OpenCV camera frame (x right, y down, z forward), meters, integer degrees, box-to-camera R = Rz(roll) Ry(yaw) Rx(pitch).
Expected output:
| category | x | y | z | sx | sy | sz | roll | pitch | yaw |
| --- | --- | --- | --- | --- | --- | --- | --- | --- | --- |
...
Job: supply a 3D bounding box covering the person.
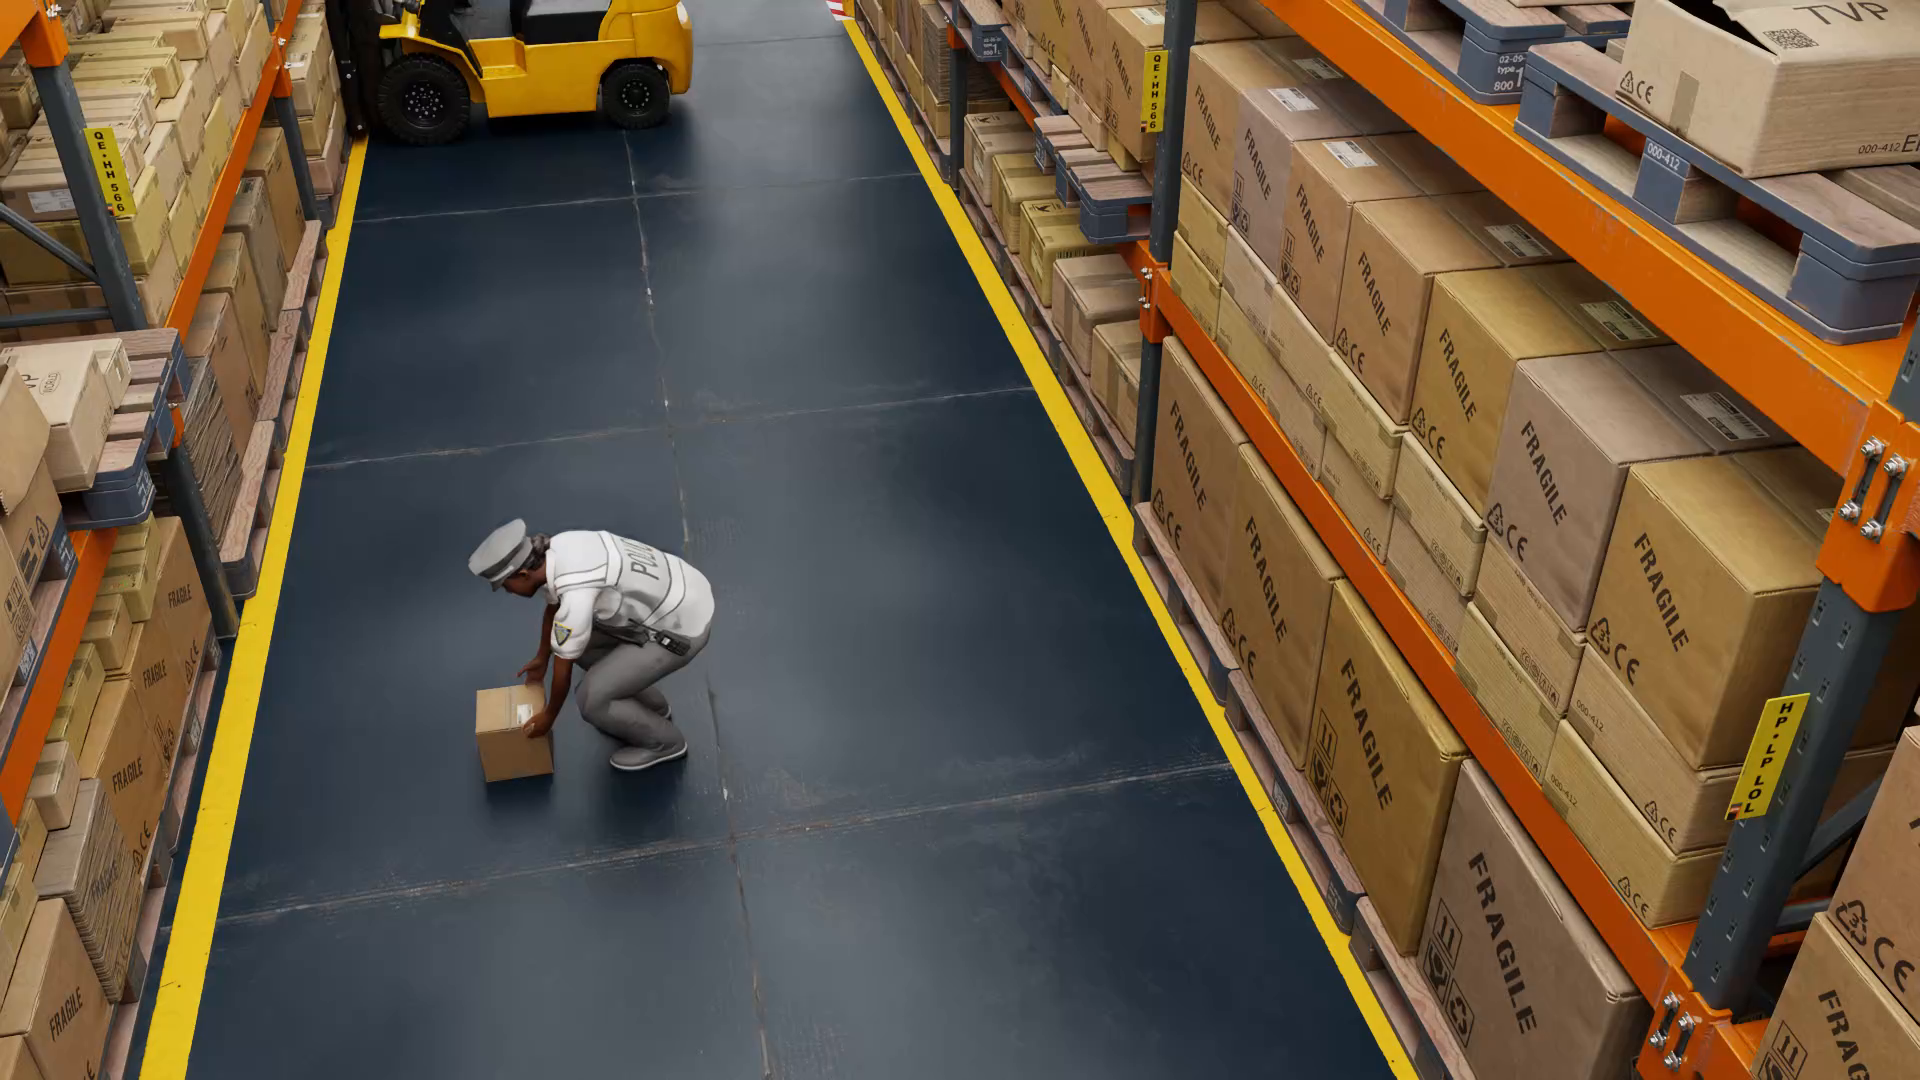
| category | x | y | z | sx | sy | sz | roll | pitch | yaw |
| --- | --- | --- | --- | --- | --- | --- | --- | --- | --- |
| person | -1.316 | 0.363 | 6.134 | 0.835 | 1.083 | 0.489 | -7 | 35 | -11 |
